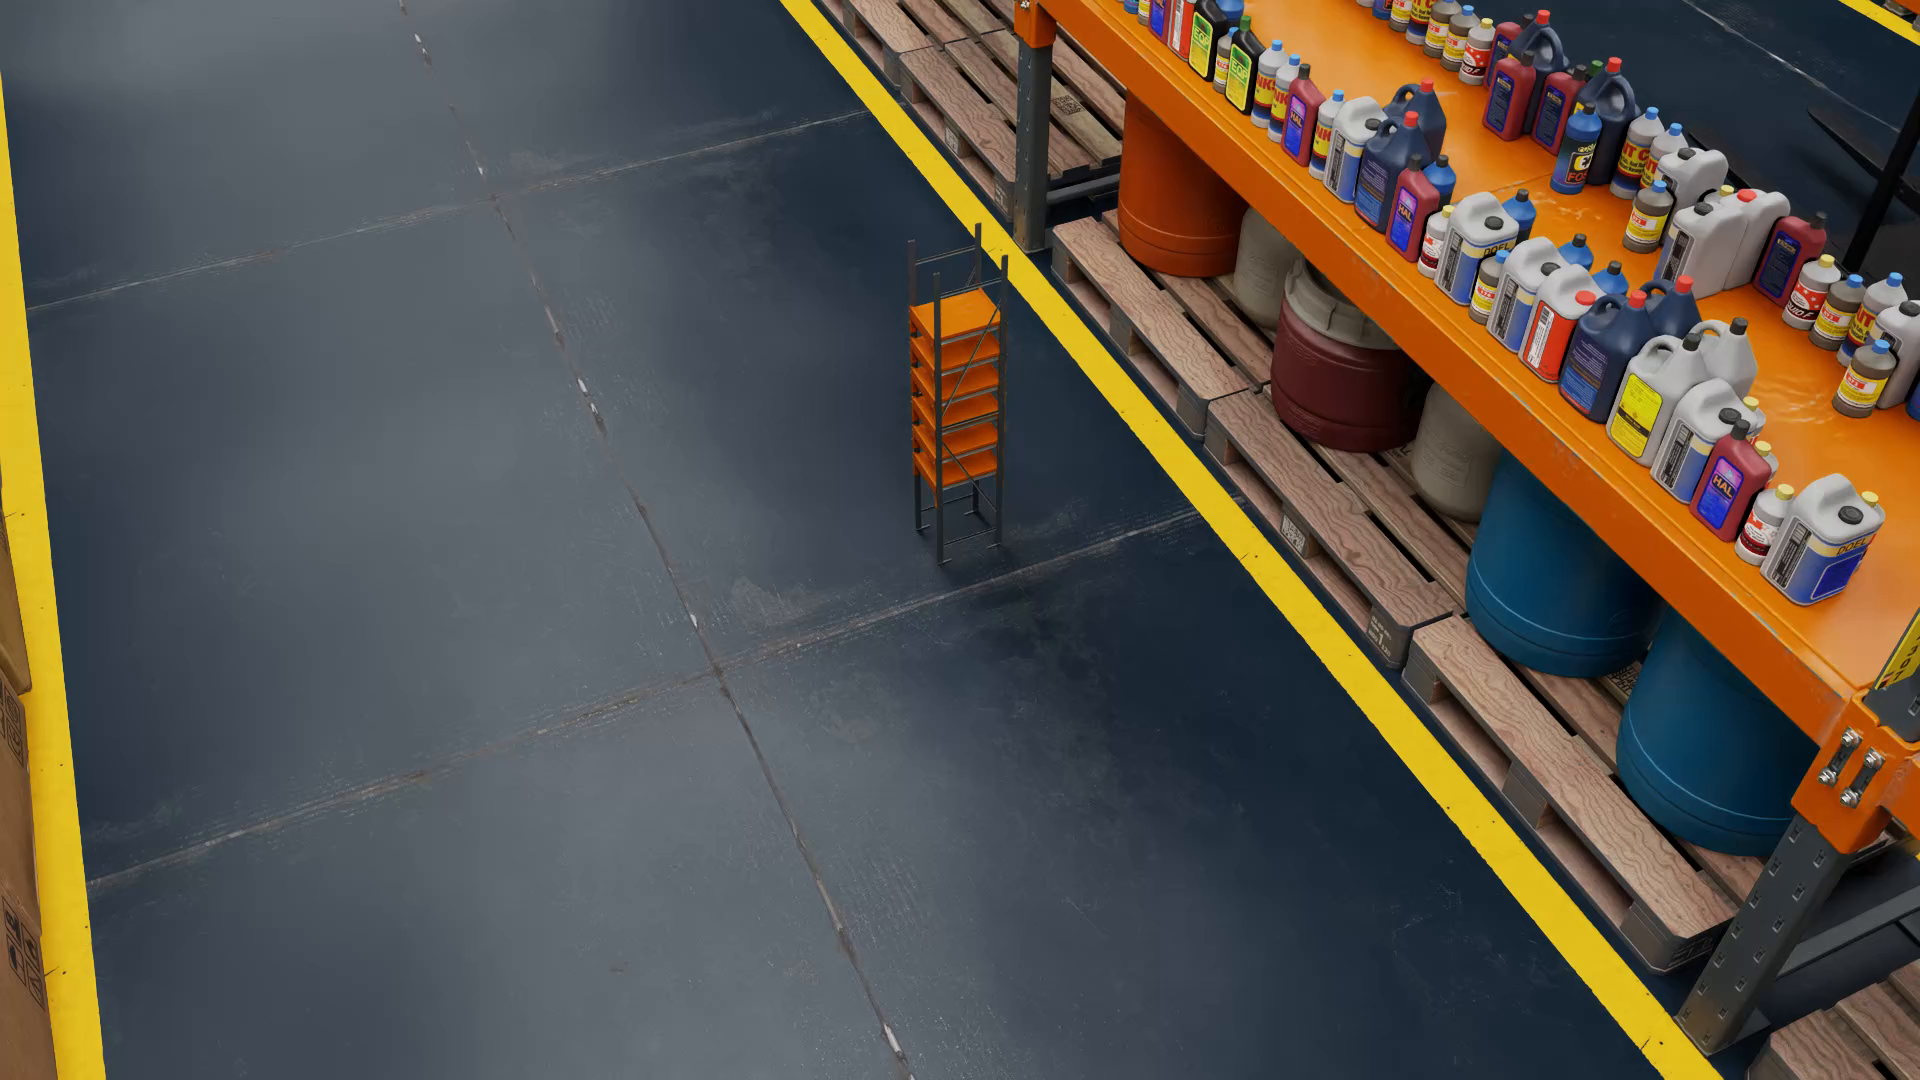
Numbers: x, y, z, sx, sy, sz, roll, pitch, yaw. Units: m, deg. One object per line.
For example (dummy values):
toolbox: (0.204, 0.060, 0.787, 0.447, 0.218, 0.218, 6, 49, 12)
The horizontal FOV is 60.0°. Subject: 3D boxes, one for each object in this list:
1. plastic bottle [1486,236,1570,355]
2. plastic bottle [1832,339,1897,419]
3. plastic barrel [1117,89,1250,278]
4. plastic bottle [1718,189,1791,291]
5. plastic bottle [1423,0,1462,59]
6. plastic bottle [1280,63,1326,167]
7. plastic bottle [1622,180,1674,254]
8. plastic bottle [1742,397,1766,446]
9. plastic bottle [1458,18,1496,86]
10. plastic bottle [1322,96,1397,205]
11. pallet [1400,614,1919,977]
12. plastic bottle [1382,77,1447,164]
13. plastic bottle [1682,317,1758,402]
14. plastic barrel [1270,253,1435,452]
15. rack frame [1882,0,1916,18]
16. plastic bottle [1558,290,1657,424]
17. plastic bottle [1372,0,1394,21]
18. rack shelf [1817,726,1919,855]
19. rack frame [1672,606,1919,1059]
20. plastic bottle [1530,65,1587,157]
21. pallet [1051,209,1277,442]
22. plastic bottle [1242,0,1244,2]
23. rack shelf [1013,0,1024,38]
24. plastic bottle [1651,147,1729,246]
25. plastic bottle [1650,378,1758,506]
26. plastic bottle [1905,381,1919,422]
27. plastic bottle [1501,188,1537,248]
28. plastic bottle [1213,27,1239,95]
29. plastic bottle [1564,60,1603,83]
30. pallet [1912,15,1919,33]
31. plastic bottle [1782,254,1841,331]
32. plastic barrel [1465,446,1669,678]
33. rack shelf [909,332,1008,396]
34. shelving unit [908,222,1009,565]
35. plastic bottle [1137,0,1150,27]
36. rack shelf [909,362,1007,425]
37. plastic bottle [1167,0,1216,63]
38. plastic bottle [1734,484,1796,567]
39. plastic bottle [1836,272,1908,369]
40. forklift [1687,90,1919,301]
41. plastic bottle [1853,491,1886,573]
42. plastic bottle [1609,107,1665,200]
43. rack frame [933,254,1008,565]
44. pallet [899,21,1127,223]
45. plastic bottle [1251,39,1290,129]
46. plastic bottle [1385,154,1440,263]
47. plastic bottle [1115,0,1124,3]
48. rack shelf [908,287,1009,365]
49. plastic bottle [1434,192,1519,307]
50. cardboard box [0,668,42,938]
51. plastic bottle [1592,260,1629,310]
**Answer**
plastic bottle: (1.504, -0.643, 4.354, 0.152, 0.276, 0.135, -18, 47, -17)
plastic bottle: (2.277, -0.413, 4.174, 0.097, 0.201, 0.097, 0, 45, 0)
plastic barrel: (0.924, -1.511, 6.392, 0.600, 0.830, 0.708, -18, 47, -17)
plastic bottle: (2.147, -0.845, 4.559, 0.152, 0.276, 0.135, -18, 47, -17)
plastic bottle: (1.594, -1.702, 5.481, 0.097, 0.201, 0.097, 0, 45, 0)
plastic bottle: (1.036, -1.278, 4.993, 0.061, 0.283, 0.133, -18, 47, -17)
plastic bottle: (1.944, -0.918, 4.686, 0.097, 0.201, 0.097, 0, 45, 0)
plastic bottle: (1.878, -0.258, 4.017, 0.097, 0.201, 0.097, 0, 45, 0)
plastic bottle: (1.676, -1.578, 5.355, 0.097, 0.201, 0.097, 0, 45, 0)
plastic bottle: (1.175, -1.142, 4.860, 0.152, 0.276, 0.135, -18, 47, -17)
pallet: (2.098, 0.597, 4.995, 1.003, 0.211, 1.213, -18, 47, -17)
plastic bottle: (1.320, -1.196, 4.861, 0.144, 0.351, 0.185, -18, 47, -17)
plastic bottle: (1.832, -0.406, 4.061, 0.144, 0.351, 0.185, -18, 47, -17)
plastic barrel: (1.399, -0.705, 5.747, 0.600, 0.588, 0.708, -18, 47, -17)
rack frame: (5.199, -3.901, 7.568, 1.000, 3.000, 0.127, -18, 47, -17)
plastic bottle: (1.624, -0.481, 4.137, 0.144, 0.351, 0.185, -18, 47, -17)
plastic bottle: (1.471, -1.913, 5.645, 0.097, 0.271, 0.097, 0, 45, 0)
rack shelf: (3.226, 1.639, 2.466, 1.077, 0.370, 4.000, -18, 47, -17)
rack frame: (2.385, 0.108, 3.505, 1.000, 3.000, 0.127, -18, 47, -17)
plastic bottle: (1.819, -1.318, 5.033, 0.061, 0.283, 0.133, -18, 47, -17)
pallet: (1.072, -0.958, 6.571, 1.003, 0.211, 1.213, -18, 47, -17)
plastic bottle: (0.892, -1.753, 5.532, 0.097, 0.201, 0.097, 0, 45, 0)
rack shelf: (-0.138, -3.459, 7.632, 1.077, 0.370, 4.000, -18, 47, -17)
plastic bottle: (2.049, -0.993, 4.709, 0.152, 0.276, 0.135, -18, 47, -17)
plastic bottle: (1.772, -0.236, 3.942, 0.152, 0.276, 0.135, -18, 47, -17)
plastic bottle: (2.456, -0.421, 4.132, 0.097, 0.271, 0.097, 0, 45, 0)
plastic bottle: (1.511, -0.838, 4.555, 0.097, 0.271, 0.097, 0, 45, 0)
plastic bottle: (0.866, -1.537, 5.313, 0.097, 0.201, 0.097, 0, 45, 0)
plastic bottle: (1.875, -1.336, 5.052, 0.061, 0.283, 0.133, -18, 47, -17)
pallet: (5.478, -2.422, 8.054, 1.003, 0.211, 1.213, -18, 47, -17)
plastic bottle: (2.276, -0.668, 4.432, 0.097, 0.201, 0.097, 0, 45, 0)
plastic barrel: (1.874, -0.097, 4.908, 0.600, 0.901, 0.708, -18, 47, -17)
rack shelf: (-0.006, -0.576, 5.201, 0.258, 0.103, 0.180, -18, 47, -17)
shelving unit: (-0.006, -0.436, 5.338, 0.258, 1.200, 0.189, -18, 47, -17)
plastic bottle: (0.656, -1.855, 5.636, 0.097, 0.201, 0.097, 0, 45, 0)
rack shelf: (-0.006, -0.490, 5.285, 0.258, 0.103, 0.180, -18, 47, -17)
plastic bottle: (0.786, -1.730, 5.456, 0.152, 0.276, 0.135, -18, 47, -17)
plastic bottle: (1.852, -0.042, 3.799, 0.097, 0.201, 0.097, 0, 45, 0)
plastic bottle: (2.358, -0.568, 4.282, 0.097, 0.271, 0.097, 0, 45, 0)
forklift: (3.906, -1.728, 5.414, 1.130, 2.935, 3.031, -11, 46, -11)
plastic bottle: (2.031, -0.025, 3.781, 0.097, 0.201, 0.097, 0, 45, 0)
plastic bottle: (1.984, -1.135, 4.856, 0.097, 0.271, 0.097, 0, 45, 0)
rack frame: (0.032, -0.378, 5.279, 0.240, 1.200, 0.006, -18, 47, -17)
pallet: (0.412, -1.953, 7.579, 1.003, 0.211, 1.213, -18, 47, -17)
plastic bottle: (0.963, -1.415, 5.140, 0.097, 0.271, 0.097, 0, 45, 0)
plastic bottle: (1.267, -0.927, 4.637, 0.061, 0.283, 0.133, -18, 47, -17)
plastic bottle: (0.592, -2.025, 5.755, 0.152, 0.276, 0.135, -18, 47, -17)
rack shelf: (-0.006, -0.661, 5.116, 0.258, 0.103, 0.180, -18, 47, -17)
plastic bottle: (1.406, -0.791, 4.504, 0.152, 0.276, 0.135, -18, 47, -17)
cardboard box: (-3.152, 0.645, 4.174, 1.225, 0.875, 0.875, -18, 47, -17)
plastic bottle: (1.666, -0.604, 4.319, 0.097, 0.271, 0.097, 0, 45, 0)
